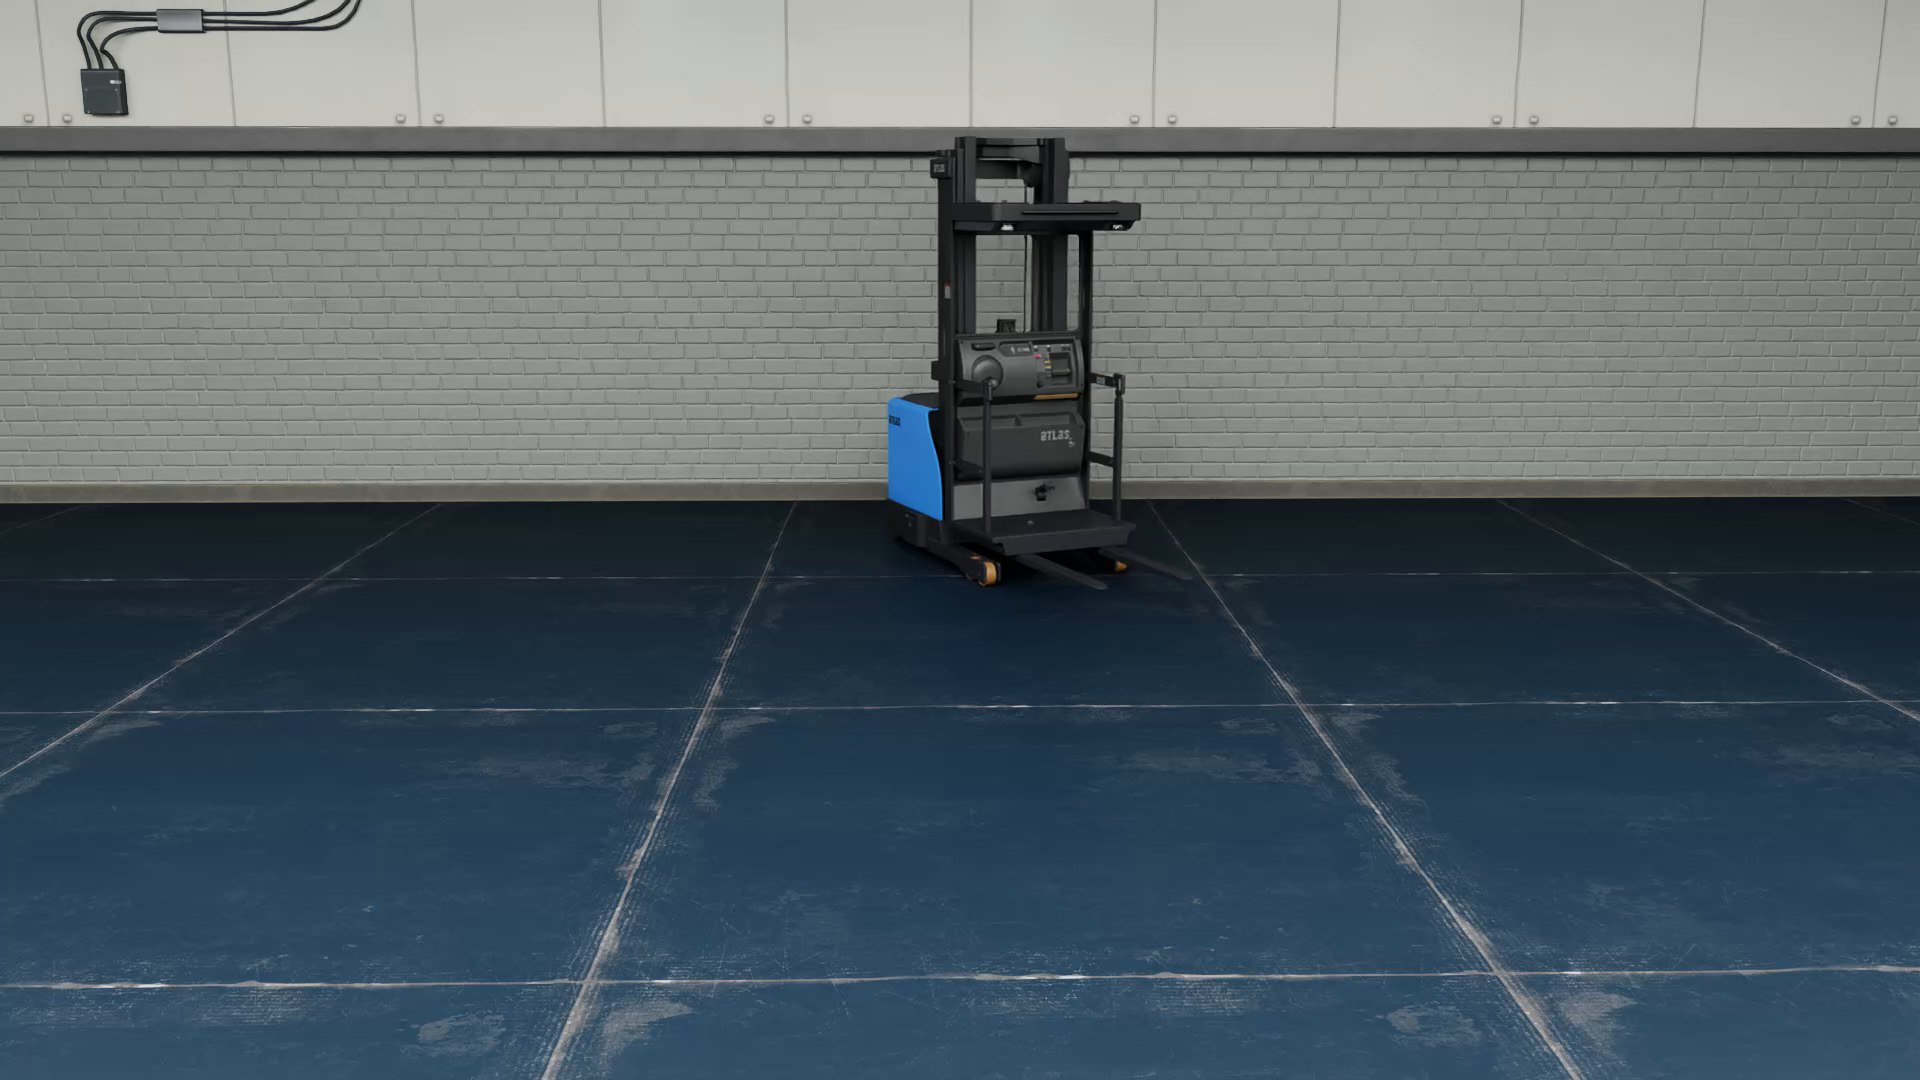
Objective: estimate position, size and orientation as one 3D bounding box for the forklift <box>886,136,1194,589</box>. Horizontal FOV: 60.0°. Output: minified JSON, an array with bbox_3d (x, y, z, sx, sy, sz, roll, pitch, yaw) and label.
[{"bbox_3d":[0.515,-1.228,11.239,1.130,2.935,3.031,-5,13,-24],"label":"forklift"}]

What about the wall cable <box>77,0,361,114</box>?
[{"bbox_3d":[-5.904,-6.388,12.861,2.305,6.003,0.169,0,11,-1],"label":"wall cable"}]
